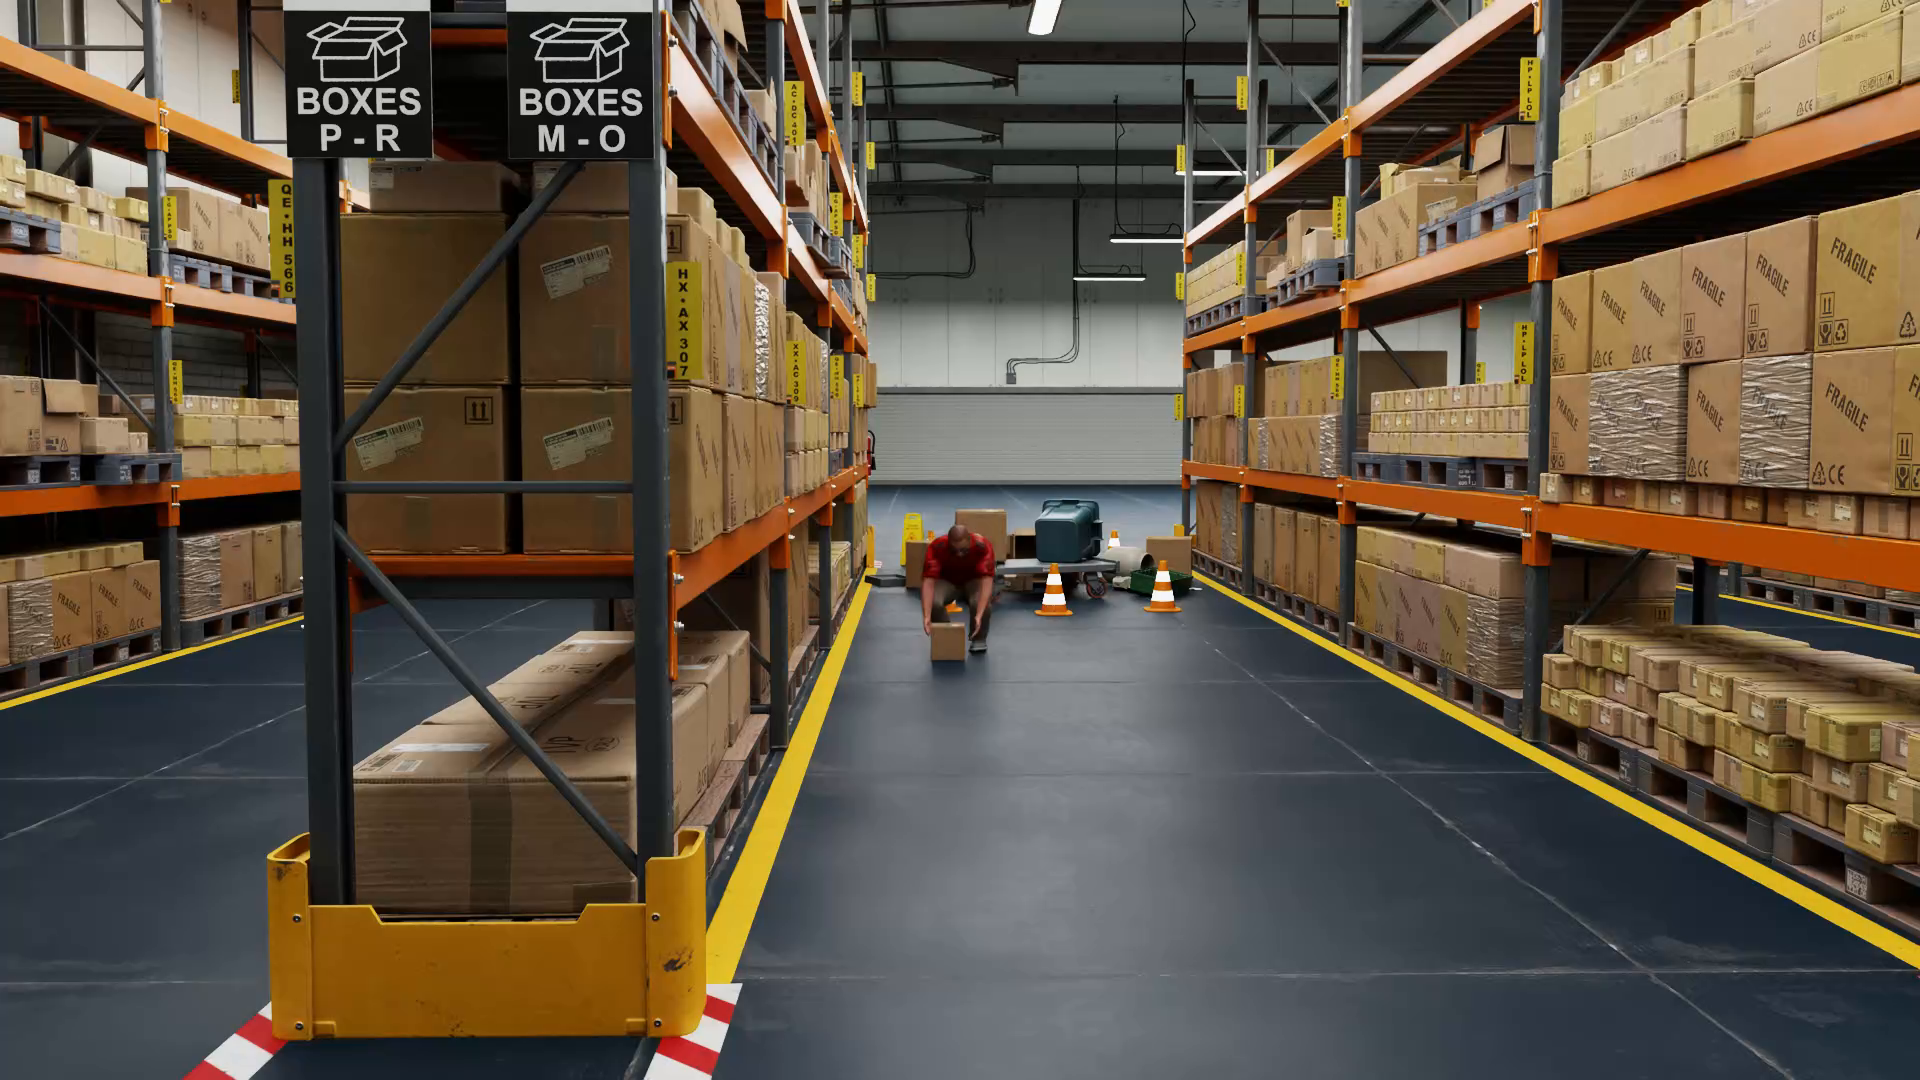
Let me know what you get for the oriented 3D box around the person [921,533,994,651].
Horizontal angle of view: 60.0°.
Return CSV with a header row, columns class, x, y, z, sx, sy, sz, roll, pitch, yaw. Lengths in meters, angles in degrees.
class,x,y,z,sx,sy,sz,roll,pitch,yaw
person,0.001,0.389,12.580,0.564,0.930,0.901,1,4,10
